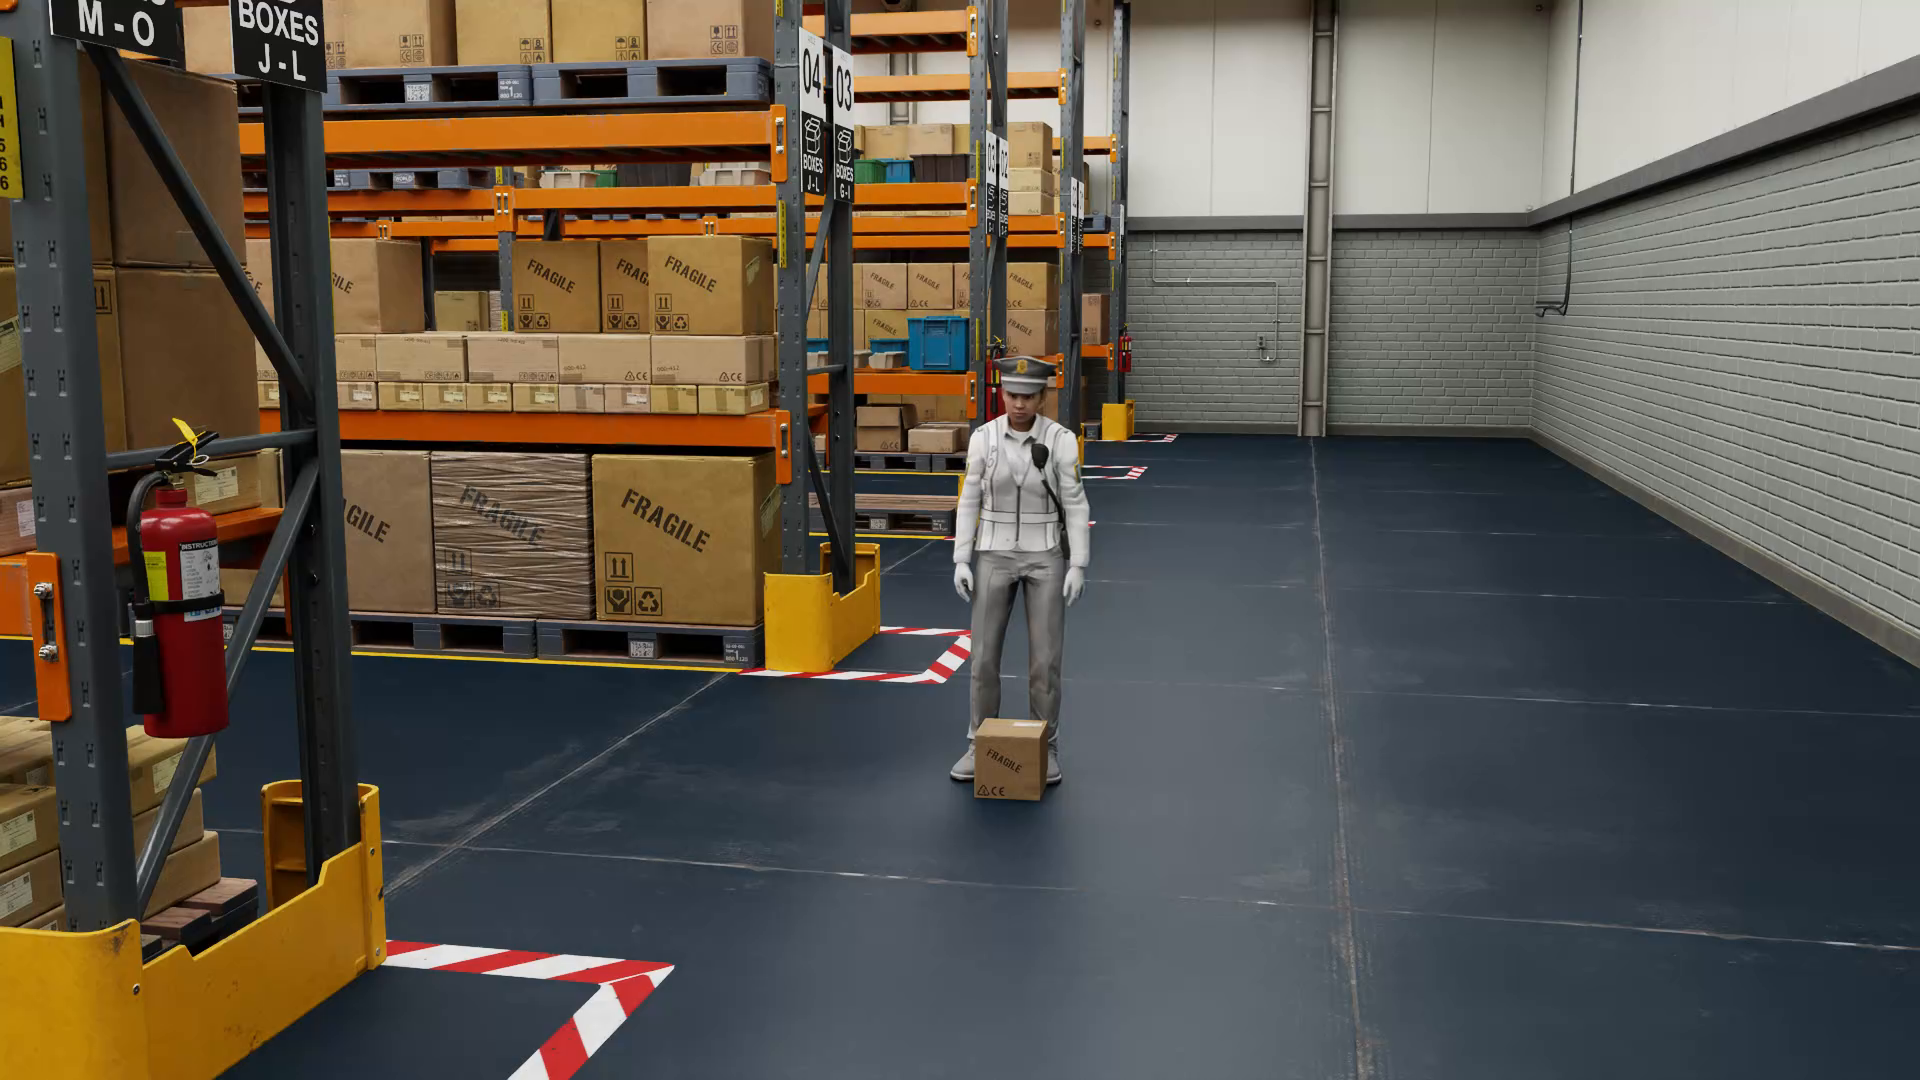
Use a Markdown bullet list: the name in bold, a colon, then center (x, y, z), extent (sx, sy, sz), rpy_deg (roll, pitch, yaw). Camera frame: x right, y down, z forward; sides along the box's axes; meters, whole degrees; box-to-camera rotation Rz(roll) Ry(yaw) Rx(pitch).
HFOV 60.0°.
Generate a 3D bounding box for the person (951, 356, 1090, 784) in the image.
- **person**: center (0.239, 0.111, 6.525), extent (0.535, 1.663, 0.379), rpy_deg (1, 8, 10)
